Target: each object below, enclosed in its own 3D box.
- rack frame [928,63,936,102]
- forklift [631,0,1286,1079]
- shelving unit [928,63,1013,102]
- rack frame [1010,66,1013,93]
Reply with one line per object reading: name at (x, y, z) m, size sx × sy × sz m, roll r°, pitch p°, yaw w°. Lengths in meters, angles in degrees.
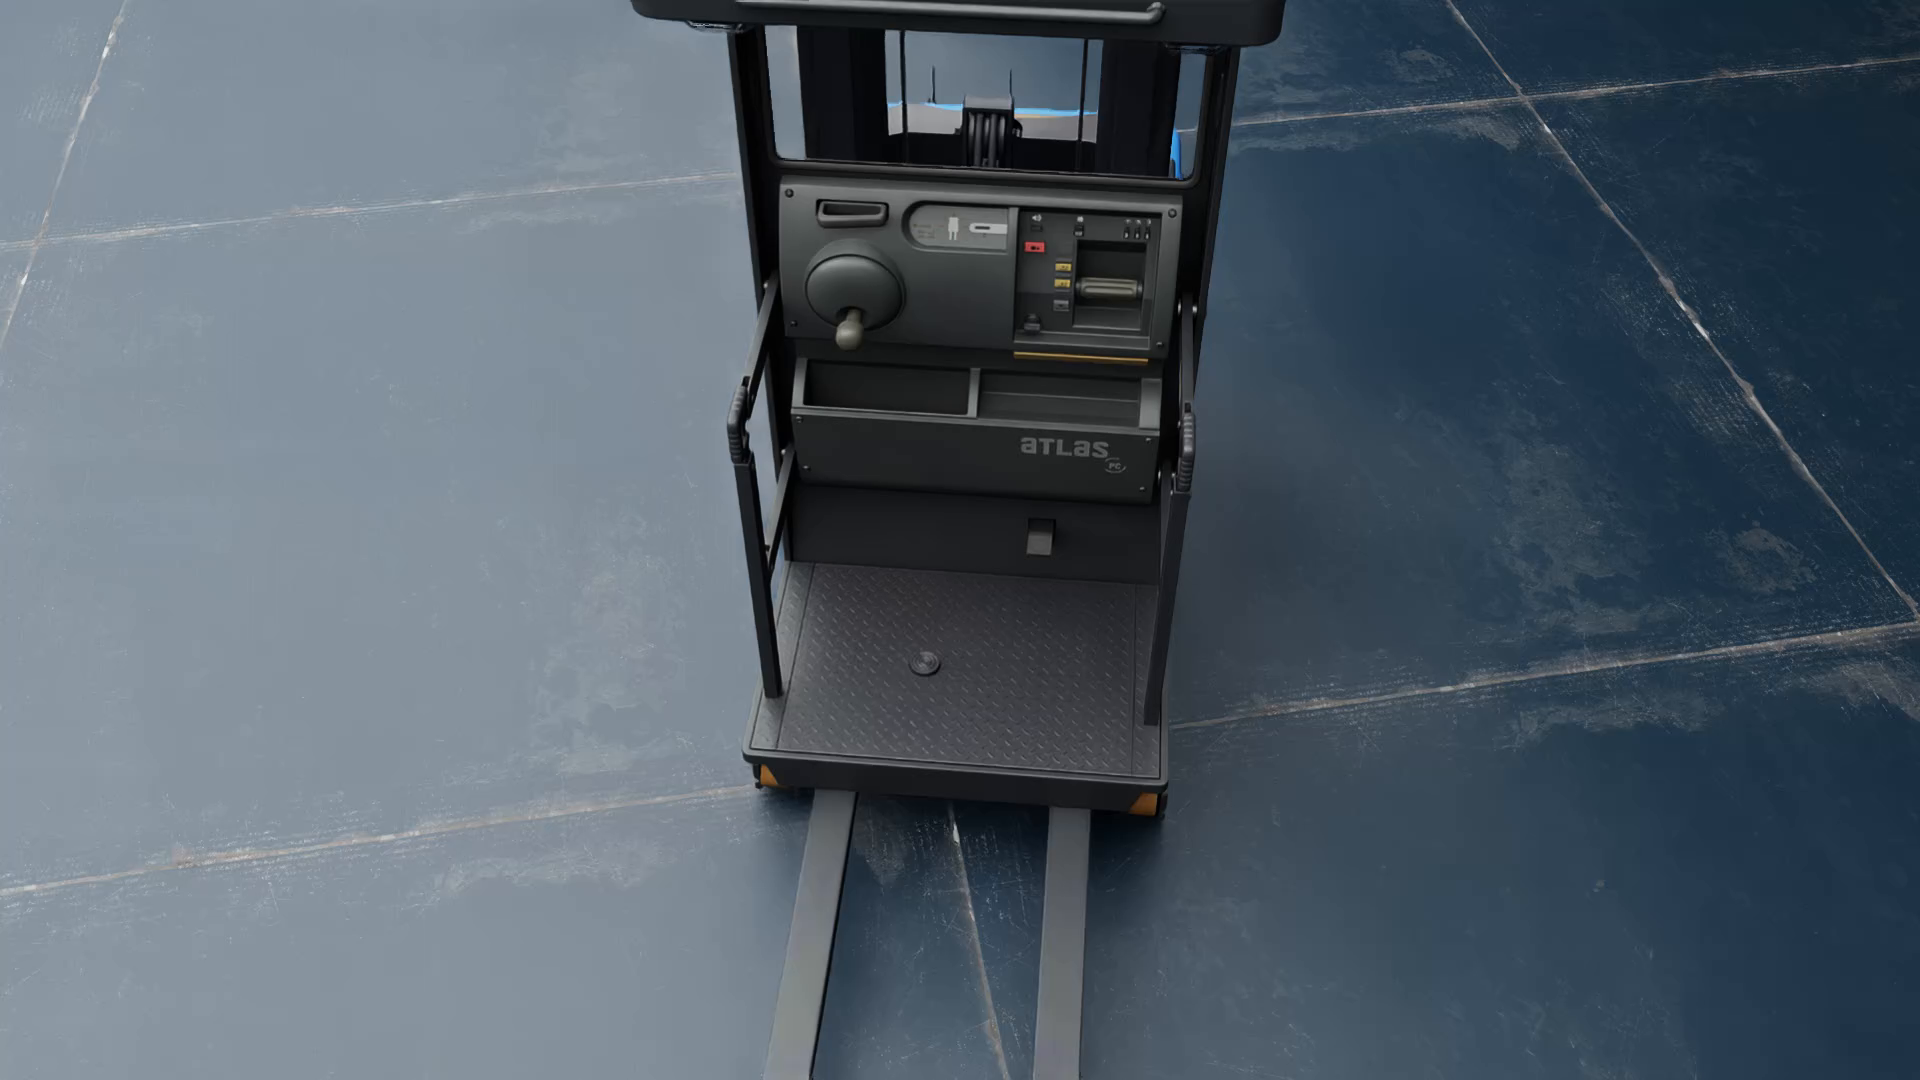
rack frame at (-0.089, -1.066, 5.548) m, size 0.008 × 1.050 × 0.200 m, roll 3°, pitch 46°, yaw 3°
forklift at (0.025, -0.530, 3.725) m, size 1.130 × 2.935 × 3.031 m, roll 4°, pitch 46°, yaw 4°
shelving unit at (0.033, -1.059, 5.541) m, size 0.252 × 1.050 × 0.215 m, roll 3°, pitch 46°, yaw 3°
rack frame at (0.155, -1.053, 5.535) m, size 0.008 × 1.050 × 0.200 m, roll 3°, pitch 46°, yaw 3°
